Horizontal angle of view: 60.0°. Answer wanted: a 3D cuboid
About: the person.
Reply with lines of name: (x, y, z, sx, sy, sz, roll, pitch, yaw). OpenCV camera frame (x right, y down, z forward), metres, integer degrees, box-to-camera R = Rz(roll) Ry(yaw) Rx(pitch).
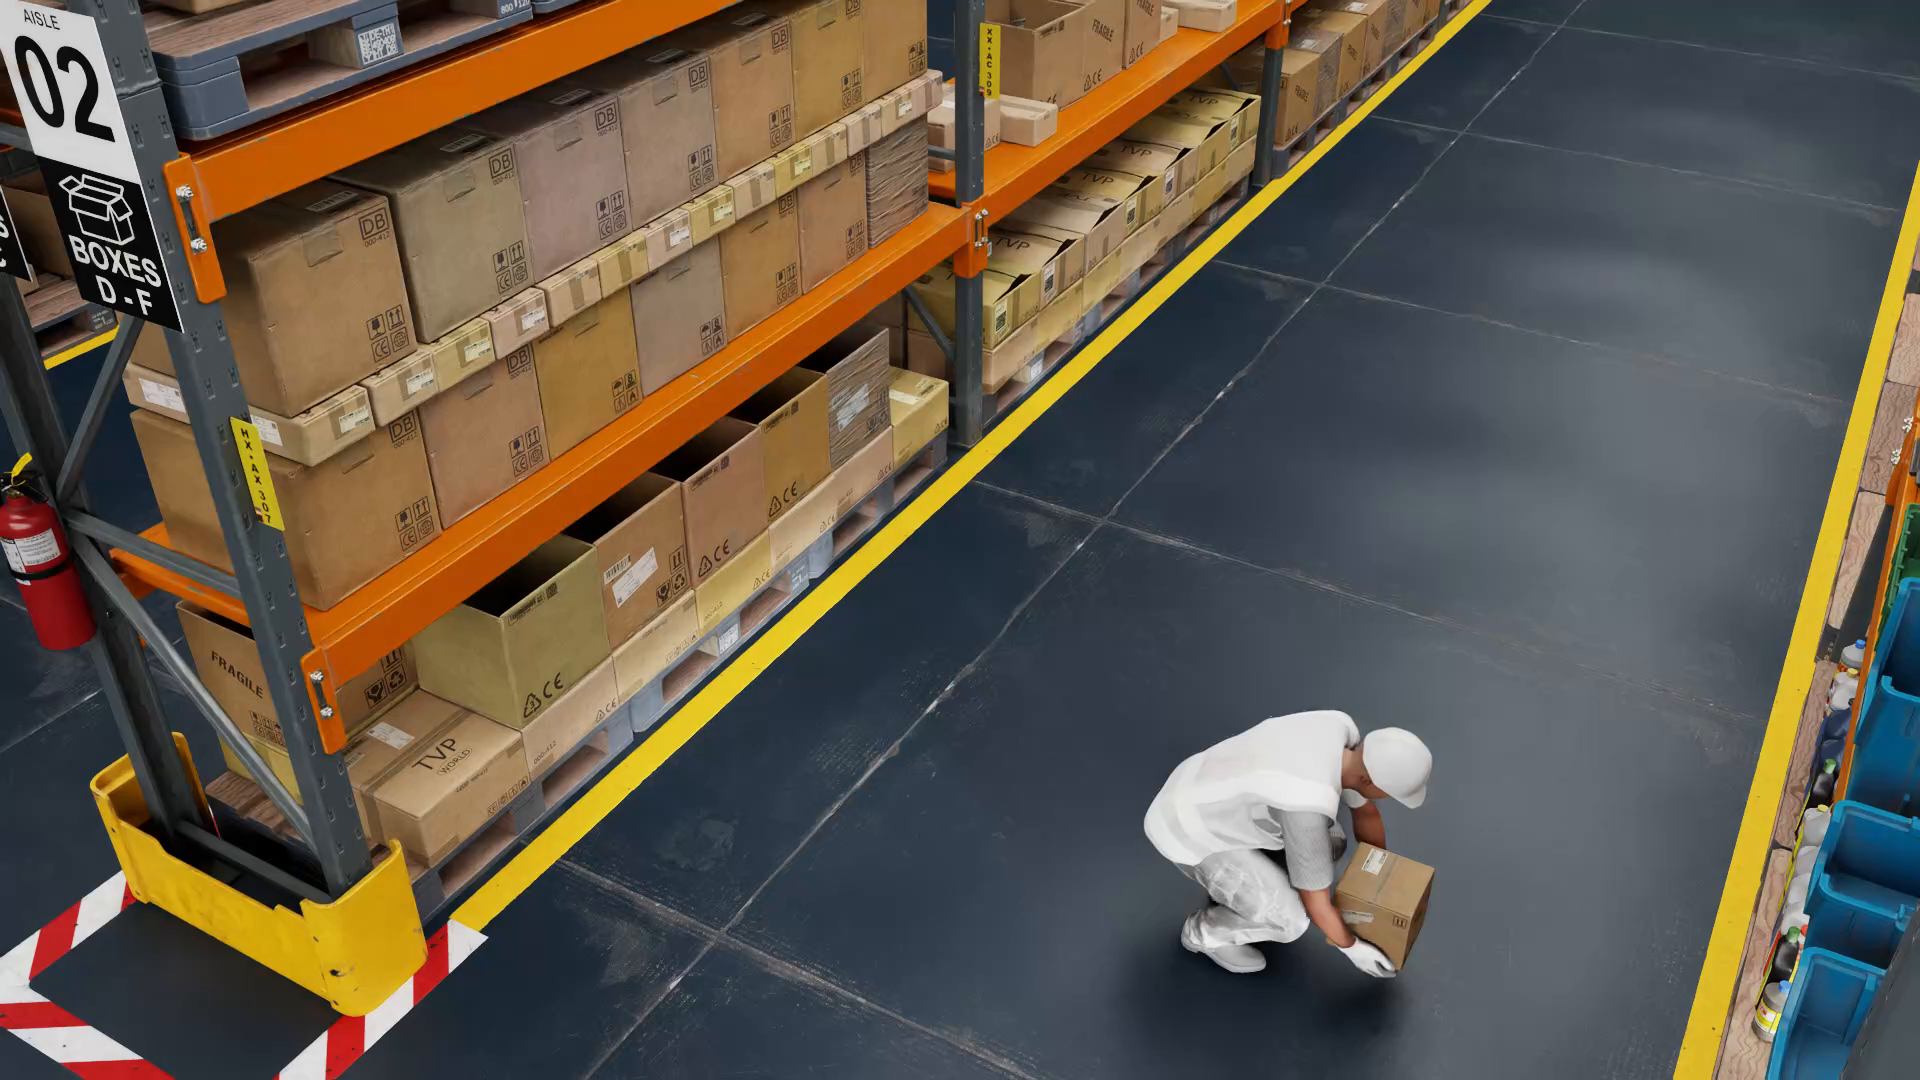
person: (1.072, 0.945, 5.430, 0.897, 0.993, 0.578, 18, 38, 24)
